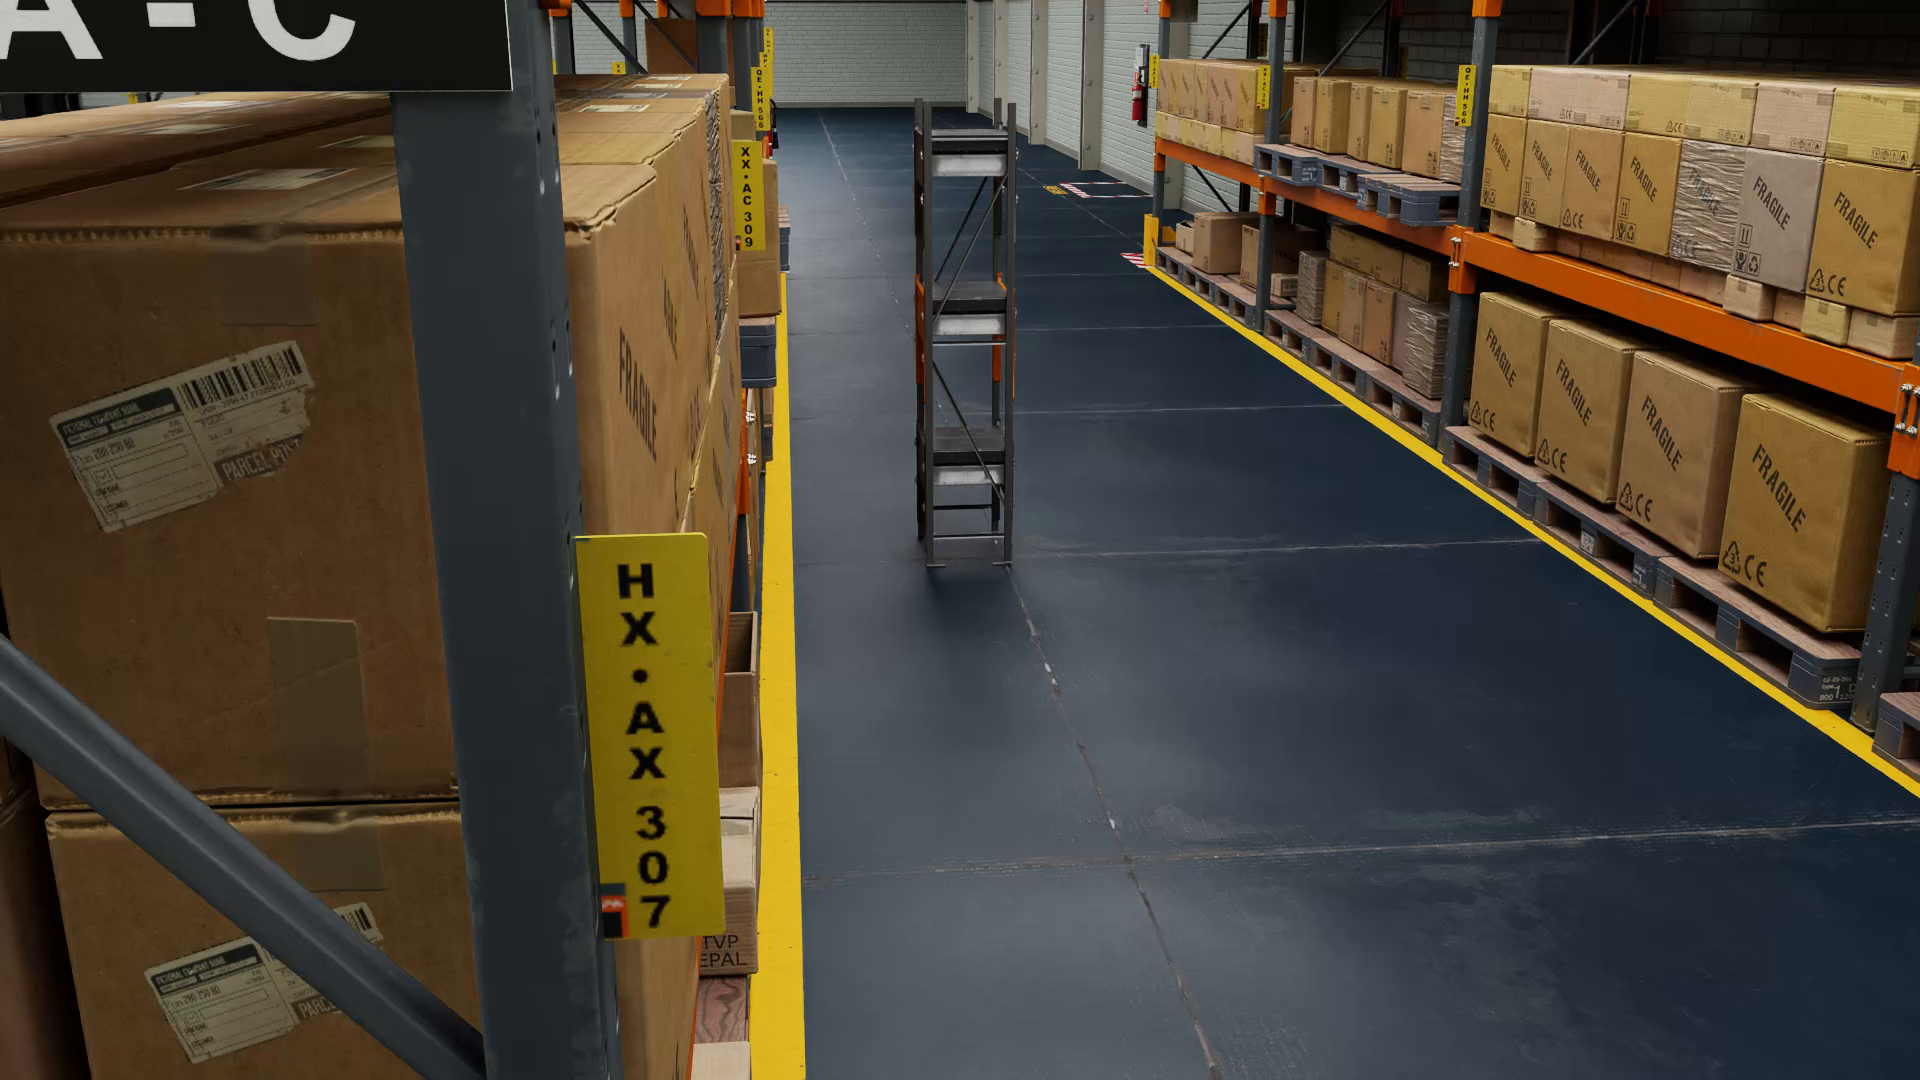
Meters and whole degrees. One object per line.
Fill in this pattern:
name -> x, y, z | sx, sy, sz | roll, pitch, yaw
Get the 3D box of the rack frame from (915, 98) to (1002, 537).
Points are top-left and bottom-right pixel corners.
rack frame -> -0.008, -1.025, 7.937 | 0.400, 2.100, 0.015 | -2, 18, -6

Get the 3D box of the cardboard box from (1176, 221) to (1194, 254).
cardboard box -> 2.487, -3.058, 16.663 | 0.500, 0.311, 0.500 | -4, 18, -12

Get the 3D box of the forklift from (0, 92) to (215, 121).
forklift -> -3.028, -1.089, 6.754 | 1.130, 2.935, 3.031 | -2, 18, -6

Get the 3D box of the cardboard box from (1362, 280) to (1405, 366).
cardboard box -> 3.187, -1.490, 11.355 | 0.700, 0.500, 0.500 | -2, 18, -6

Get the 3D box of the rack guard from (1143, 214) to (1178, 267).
rack guard -> 2.513, -3.124, 17.294 | 1.175, 0.500, 0.348 | -2, 18, -6

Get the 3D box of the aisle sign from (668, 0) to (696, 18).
aisle sign -> -2.733, -5.436, 16.143 | 0.394, 0.787, 0.004 | -2, 18, -6

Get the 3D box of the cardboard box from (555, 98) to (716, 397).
cardboard box -> -0.717, -0.539, 3.051 | 0.500, 0.500, 0.500 | -2, 18, -6

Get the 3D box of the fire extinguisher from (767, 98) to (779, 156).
fire extinguisher -> -1.972, -4.198, 16.670 | 0.296, 0.674, 0.183 | -2, 18, -6

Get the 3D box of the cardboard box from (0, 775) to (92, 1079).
cardboard box -> -1.089, 0.409, 1.700 | 0.500, 0.500, 0.500 | -1, 17, -4

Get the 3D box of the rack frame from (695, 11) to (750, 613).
rack frame -> -1.184, -0.610, 5.112 | 1.000, 3.000, 0.127 | -2, 18, -6

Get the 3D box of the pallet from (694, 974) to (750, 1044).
pallet -> -0.985, 1.289, 3.718 | 1.003, 0.211, 1.213 | -2, 18, -6

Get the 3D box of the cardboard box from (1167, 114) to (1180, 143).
cardboard box -> 2.307, -3.968, 16.025 | 0.500, 0.250, 0.500 | -2, 18, -7

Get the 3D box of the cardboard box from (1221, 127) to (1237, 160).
cardboard box -> 2.524, -3.366, 14.108 | 0.500, 0.250, 0.500 | -2, 18, -5

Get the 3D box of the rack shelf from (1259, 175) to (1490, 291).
rack shelf -> 3.124, -2.209, 11.405 | 1.077, 0.370, 4.000 | -2, 18, -6

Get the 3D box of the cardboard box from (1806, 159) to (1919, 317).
cardboard box -> 3.444, -1.093, 5.954 | 0.500, 0.500, 0.500 | -2, 18, -7

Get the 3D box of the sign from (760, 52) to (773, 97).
sign -> -1.471, -3.528, 12.605 | 0.100, 0.325, 0.005 | -2, 18, -6

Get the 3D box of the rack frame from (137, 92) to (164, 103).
rack frame -> -7.349, -4.033, 16.016 | 1.000, 3.000, 0.127 | -2, 18, -6

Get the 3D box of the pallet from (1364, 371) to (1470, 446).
pallet -> 3.251, -0.858, 10.559 | 1.003, 0.211, 1.213 | -2, 18, -6

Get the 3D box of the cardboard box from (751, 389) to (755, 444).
cardboard box -> -1.147, -0.584, 7.217 | 0.500, 0.250, 0.500 | -2, 18, -7

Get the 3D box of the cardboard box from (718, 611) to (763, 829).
cardboard box -> -0.843, 0.534, 4.908 | 0.500, 0.500, 0.500 | -2, 18, -6

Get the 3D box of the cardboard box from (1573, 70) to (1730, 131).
cardboard box -> 3.232, -2.061, 7.784 | 0.500, 0.250, 0.500 | -2, 18, -5

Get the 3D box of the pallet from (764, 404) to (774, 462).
pallet -> -1.643, -0.718, 10.111 | 1.003, 0.211, 1.213 | -2, 18, -6

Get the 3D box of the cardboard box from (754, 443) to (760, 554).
cardboard box -> -1.154, -0.237, 7.364 | 0.500, 0.500, 0.500 | -2, 18, -8

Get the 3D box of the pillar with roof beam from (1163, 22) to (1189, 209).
pillar with roof beam -> -1.463, -8.674, 20.784 | 9.100, 9.000, 0.400 | -2, 18, -6

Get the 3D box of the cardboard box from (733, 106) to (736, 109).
cardboard box -> -2.062, -3.173, 13.110 | 0.700, 0.500, 0.500 | -2, 18, -7

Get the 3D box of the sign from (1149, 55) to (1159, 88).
sign -> 1.965, -4.736, 16.808 | 0.100, 0.325, 0.005 | -2, 18, -6

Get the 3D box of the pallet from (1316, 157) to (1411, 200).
pallet -> 3.085, -2.453, 11.303 | 1.003, 0.211, 1.213 | -2, 18, -6

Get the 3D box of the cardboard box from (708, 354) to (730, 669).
cardboard box -> -0.713, -0.058, 3.189 | 0.500, 0.500, 0.500 | -2, 17, -5

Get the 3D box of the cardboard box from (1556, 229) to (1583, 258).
cardboard box -> 3.243, -1.512, 8.372 | 0.380, 0.149, 0.250 | -2, 18, -6

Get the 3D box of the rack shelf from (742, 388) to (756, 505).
rack shelf -> -1.391, -0.863, 7.118 | 1.077, 0.370, 4.000 | -2, 18, -6

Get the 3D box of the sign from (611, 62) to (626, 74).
sign -> -2.561, -3.427, 12.507 | 0.100, 0.325, 0.005 | -2, 18, -6

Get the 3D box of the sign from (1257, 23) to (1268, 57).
sign -> 3.059, -5.054, 16.806 | 0.100, 0.325, 0.005 | -2, 18, -6

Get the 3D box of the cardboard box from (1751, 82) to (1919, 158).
cardboard box -> 3.397, -1.605, 6.333 | 0.500, 0.250, 0.500 | -1, 17, -4

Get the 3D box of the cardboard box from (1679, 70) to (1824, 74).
cardboard box -> 3.734, -2.078, 7.841 | 0.500, 0.250, 0.500 | -2, 18, -7

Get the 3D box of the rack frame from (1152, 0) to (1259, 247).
rack frame -> 2.505, -4.339, 16.991 | 1.000, 3.000, 0.127 | -2, 18, -6

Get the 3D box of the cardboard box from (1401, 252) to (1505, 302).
cardboard box -> 3.207, -1.716, 10.821 | 0.500, 0.250, 0.500 | -1, 17, -5

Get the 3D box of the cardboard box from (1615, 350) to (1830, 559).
cardboard box -> 3.452, -0.393, 7.310 | 0.750, 0.750, 0.750 | -1, 17, -4

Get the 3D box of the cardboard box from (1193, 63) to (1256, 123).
cardboard box -> 2.408, -4.029, 14.966 | 0.500, 0.500, 0.500 | -1, 17, -4

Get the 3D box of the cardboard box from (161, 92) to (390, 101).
cardboard box -> -1.309, -0.679, 3.495 | 0.500, 0.500, 0.500 | -2, 18, -7

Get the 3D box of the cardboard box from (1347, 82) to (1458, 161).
cardboard box -> 3.086, -2.891, 11.475 | 0.700, 0.500, 0.500 | 1, 17, 2

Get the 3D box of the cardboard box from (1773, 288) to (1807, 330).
cardboard box -> 3.395, -0.899, 6.418 | 0.380, 0.149, 0.250 | -1, 17, -4

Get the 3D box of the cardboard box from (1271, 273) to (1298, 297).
cardboard box -> 2.832, -2.164, 14.059 | 0.380, 0.166, 0.250 | -4, 18, -13

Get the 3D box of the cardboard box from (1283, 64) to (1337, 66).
cardboard box -> 2.981, -3.893, 14.534 | 0.500, 0.500, 0.500 | -1, 17, -4

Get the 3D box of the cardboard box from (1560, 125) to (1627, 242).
cardboard box -> 3.220, -1.698, 7.882 | 0.500, 0.500, 0.500 | -2, 18, -6

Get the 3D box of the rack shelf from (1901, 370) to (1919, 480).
rack shelf -> 3.949, 0.175, 3.813 | 1.077, 0.370, 4.000 | -2, 18, -6

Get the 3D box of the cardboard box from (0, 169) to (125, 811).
cardboard box -> -1.091, -0.067, 1.547 | 0.500, 0.500, 0.500 | -2, 18, -6

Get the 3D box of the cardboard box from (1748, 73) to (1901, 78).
cardboard box -> 3.787, -1.927, 7.357 | 0.500, 0.250, 0.500 | -2, 18, -7

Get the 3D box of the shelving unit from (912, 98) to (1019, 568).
shelving unit -> 0.017, -0.952, 7.705 | 0.431, 2.100, 0.503 | -2, 18, -6

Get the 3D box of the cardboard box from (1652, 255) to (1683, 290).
cardboard box -> 3.323, -1.205, 7.394 | 0.380, 0.149, 0.250 | -1, 17, -4
